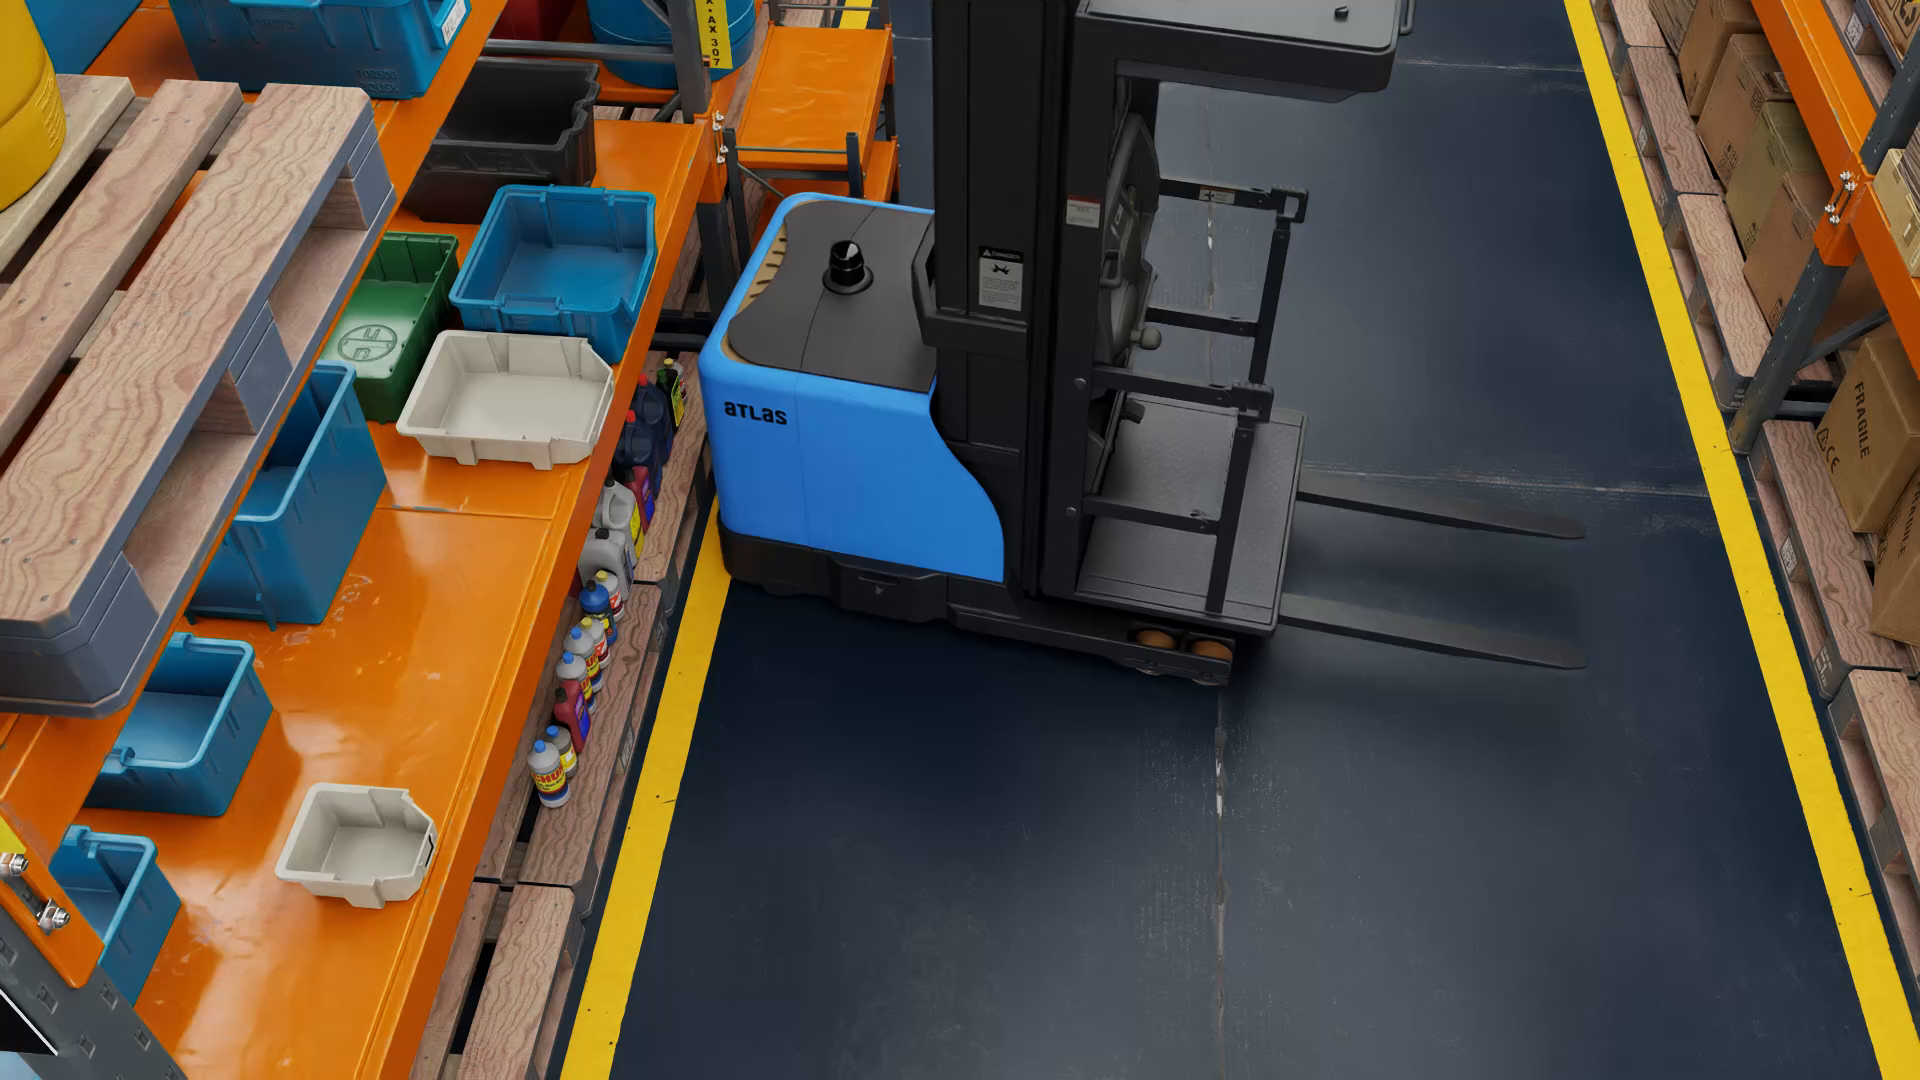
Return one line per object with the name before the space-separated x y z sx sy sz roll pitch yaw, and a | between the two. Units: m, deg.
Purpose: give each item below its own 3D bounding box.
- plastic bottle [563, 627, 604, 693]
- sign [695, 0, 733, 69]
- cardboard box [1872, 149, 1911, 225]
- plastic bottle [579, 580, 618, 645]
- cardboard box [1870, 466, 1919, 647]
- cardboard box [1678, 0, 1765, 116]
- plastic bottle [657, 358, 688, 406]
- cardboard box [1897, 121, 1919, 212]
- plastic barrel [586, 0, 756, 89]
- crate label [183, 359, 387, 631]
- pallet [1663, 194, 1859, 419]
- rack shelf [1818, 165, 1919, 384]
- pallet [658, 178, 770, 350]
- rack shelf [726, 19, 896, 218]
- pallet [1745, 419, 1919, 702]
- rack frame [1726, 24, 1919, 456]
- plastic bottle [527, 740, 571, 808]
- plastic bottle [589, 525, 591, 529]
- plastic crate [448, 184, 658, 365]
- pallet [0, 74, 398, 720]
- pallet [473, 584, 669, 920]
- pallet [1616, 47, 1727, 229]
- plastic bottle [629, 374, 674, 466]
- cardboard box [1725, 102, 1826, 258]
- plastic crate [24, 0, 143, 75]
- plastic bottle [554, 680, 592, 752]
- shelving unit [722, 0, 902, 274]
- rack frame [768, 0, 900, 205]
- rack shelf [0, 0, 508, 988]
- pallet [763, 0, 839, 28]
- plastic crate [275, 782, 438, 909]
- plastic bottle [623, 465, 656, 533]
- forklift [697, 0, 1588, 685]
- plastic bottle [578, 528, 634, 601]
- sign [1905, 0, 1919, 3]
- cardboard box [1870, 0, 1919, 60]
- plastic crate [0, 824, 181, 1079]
plastic bottle | -1.230 0.382 5.418 0.097 0.271 0.097 0 48 0
sign | -0.835 -1.741 5.622 0.100 0.325 0.005 4 48 4
cardboard box | 3.232 -1.137 5.427 0.380 0.149 0.250 4 48 4
plastic bottle | -1.212 0.234 5.554 0.097 0.271 0.097 0 48 0
cardboard box | 3.430 0.055 5.576 0.500 0.500 0.500 18 50 16
cardboard box | 3.792 -2.284 7.702 0.700 0.500 0.500 7 48 7
plastic bottle | -1.104 -0.609 6.372 0.097 0.201 0.097 0 48 0
cardboard box | 3.448 -1.167 5.015 0.875 0.500 0.500 4 48 4
plastic barrel | -1.045 -2.125 5.821 0.600 0.901 0.708 4 48 4
crate label | -1.848 -0.136 4.317 0.502 0.435 0.616 4 48 4
pallet | 3.620 -0.990 7.013 1.003 0.211 1.213 4 48 4
rack shelf | 3.369 0.353 4.382 1.077 0.370 4.000 4 48 4
pallet | -1.349 -1.331 7.324 1.003 0.211 1.213 4 48 4
rack shelf | -0.576 -1.680 6.619 0.538 0.278 1.000 3 47 4
pallet | 3.525 0.078 6.036 1.003 0.211 1.213 4 48 4
rack frame | 3.551 -1.359 5.461 1.000 3.000 0.127 4 48 4
plastic bottle | -1.270 0.708 5.121 0.097 0.271 0.097 0 48 0
plastic bottle | -1.305 -0.041 5.798 0.061 0.283 0.133 4 48 4
plastic crate | -1.212 -0.811 5.060 0.499 0.251 0.616 4 48 4
pallet | -1.573 -0.303 2.590 1.003 0.211 1.213 4 48 4
pallet | -1.593 0.638 5.523 1.003 0.211 1.213 4 48 4
pallet | 3.729 -1.889 7.835 1.003 0.211 1.213 4 48 4
plastic bottle | -1.153 -0.454 6.130 0.144 0.351 0.185 3 48 2
cardboard box | 3.690 -1.463 6.951 0.700 0.500 0.500 4 48 3
plastic crate | -1.872 -1.182 3.276 0.392 0.384 0.575 4 48 4
plastic bottle | -1.232 0.539 5.267 0.061 0.283 0.133 5 48 4
shelving unit | -0.572 -1.482 6.834 0.538 1.125 1.048 3 47 4
rack frame | -0.529 -1.854 7.178 0.500 1.125 0.032 3 47 4
rack shelf | -1.564 -0.992 3.580 1.077 0.370 4.000 4 48 4
pallet | -1.126 -3.124 8.964 1.003 0.211 1.213 4 48 4
plastic crate | -1.344 0.700 3.756 0.298 0.136 0.250 4 48 4
plastic bottle | -1.144 -0.168 5.914 0.061 0.283 0.133 7 48 6
forklift | 0.709 -0.919 5.104 3.031 2.935 1.130 10 48 9
plastic bottle | -1.219 0.068 5.702 0.152 0.276 0.135 5 48 4
sign | 2.998 -1.785 5.065 0.100 0.325 0.005 4 48 4
cardboard box | 3.763 -2.278 5.610 1.000 1.000 1.000 4 48 4
plastic crate | -1.998 0.909 3.486 0.499 0.251 0.616 4 48 4
